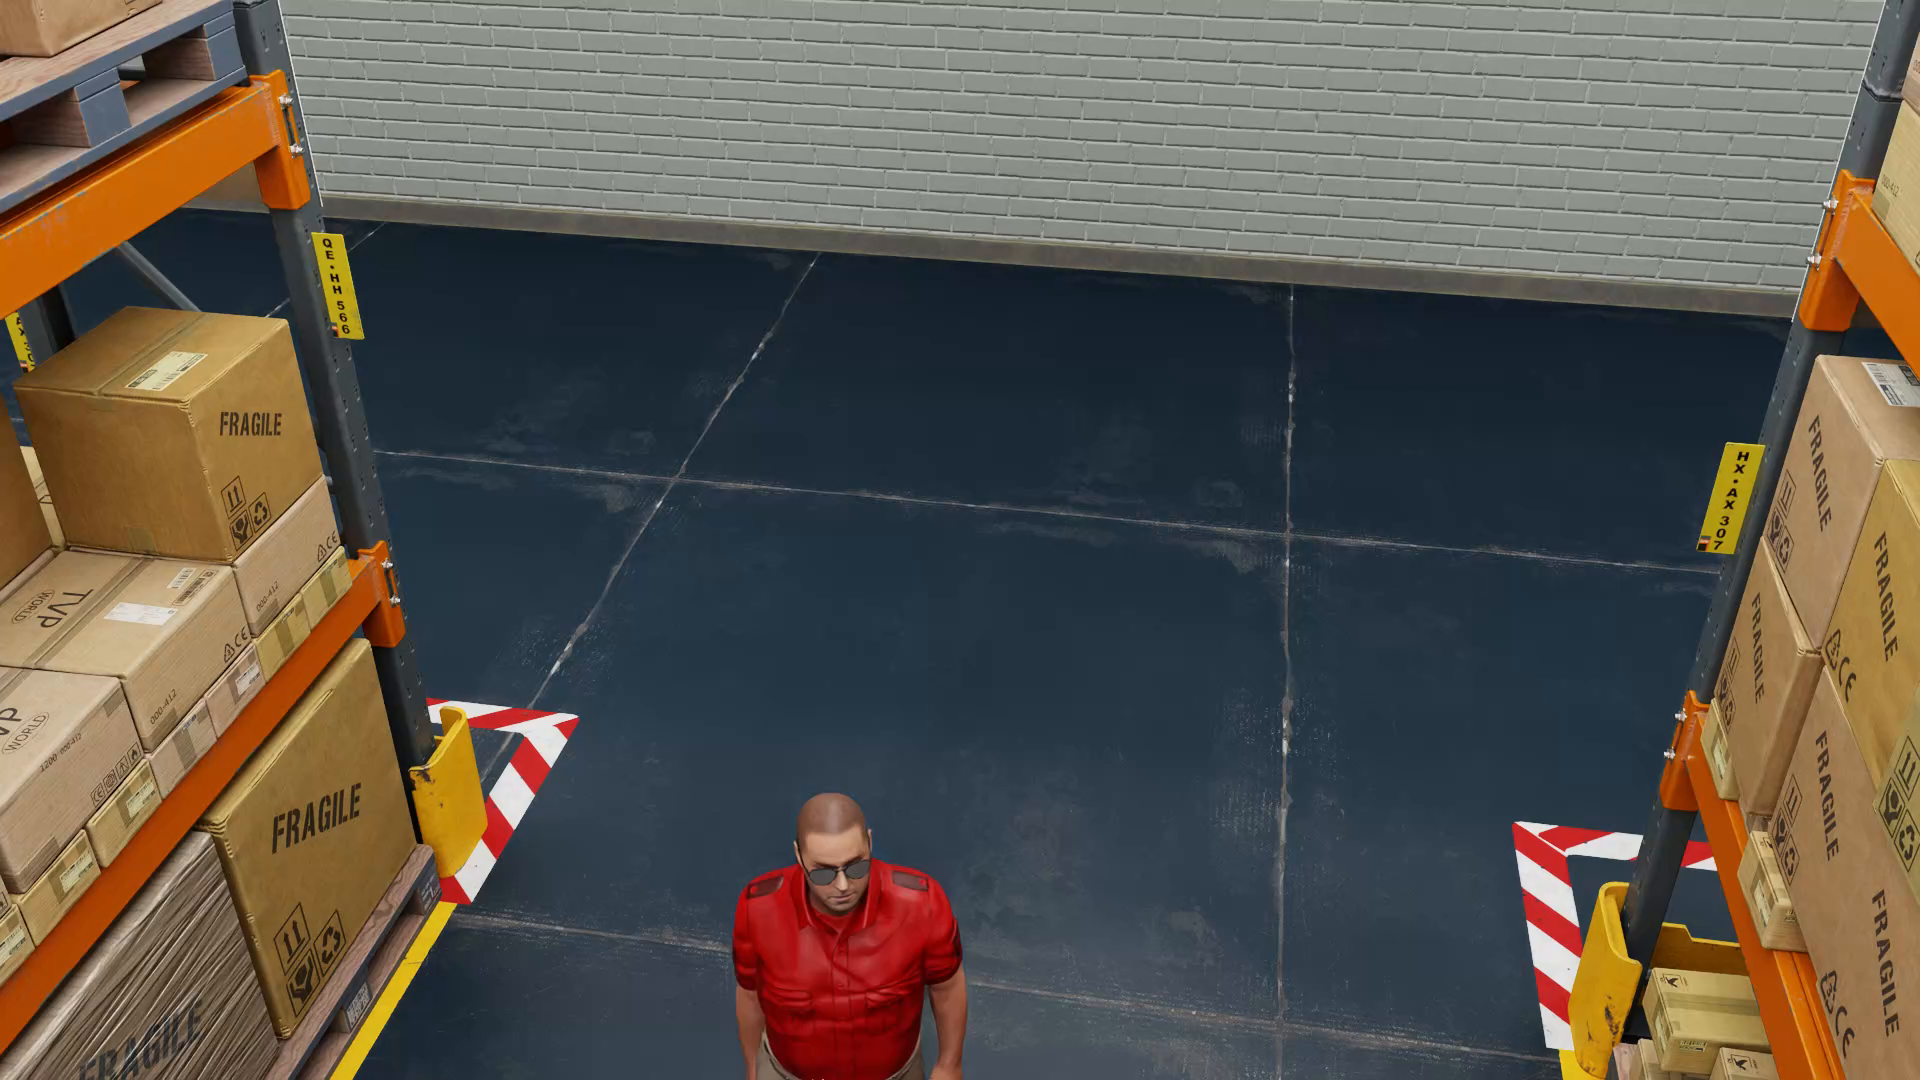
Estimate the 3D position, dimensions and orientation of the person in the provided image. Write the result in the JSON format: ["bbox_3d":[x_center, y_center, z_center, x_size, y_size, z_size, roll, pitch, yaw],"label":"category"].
[{"bbox_3d":[-0.261,1.262,4.115,0.557,1.695,0.781,-2,32,-3],"label":"person"}]
